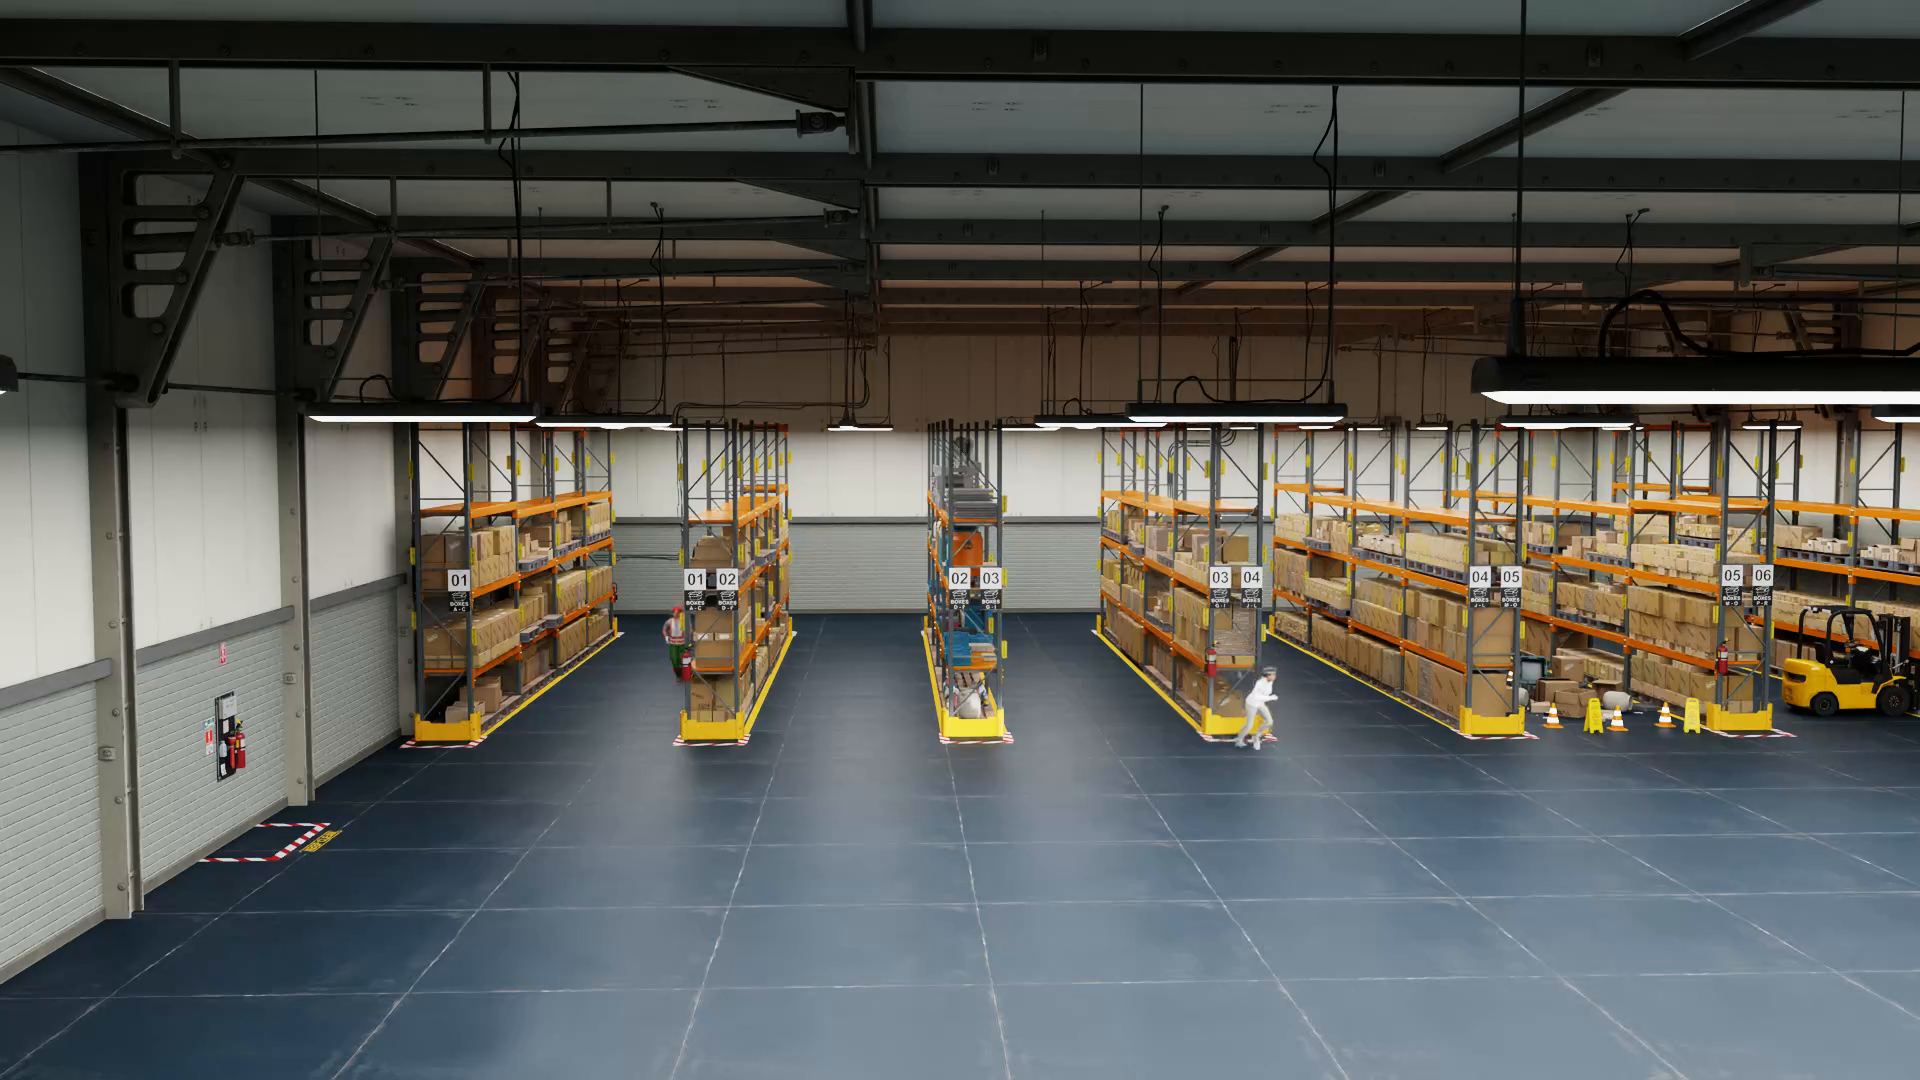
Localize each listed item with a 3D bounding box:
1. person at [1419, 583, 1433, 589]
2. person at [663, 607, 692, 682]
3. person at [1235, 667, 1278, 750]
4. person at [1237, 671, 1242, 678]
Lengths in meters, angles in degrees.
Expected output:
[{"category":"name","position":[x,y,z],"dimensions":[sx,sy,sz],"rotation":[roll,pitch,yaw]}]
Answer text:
[{"category":"person","position":[14.051,1.687,50.127],"dimensions":[0.617,1.679,0.561],"rotation":[-1,4,-17]},{"category":"person","position":[-6.518,2.398,38.256],"dimensions":[0.659,1.745,0.590],"rotation":[0,4,-1]},{"category":"person","position":[5.393,3.033,30.049],"dimensions":[0.904,1.542,0.641],"rotation":[3,5,41]},{"category":"person","position":[6.559,2.343,39.337],"dimensions":[0.680,1.756,0.991],"rotation":[0,4,0]}]
